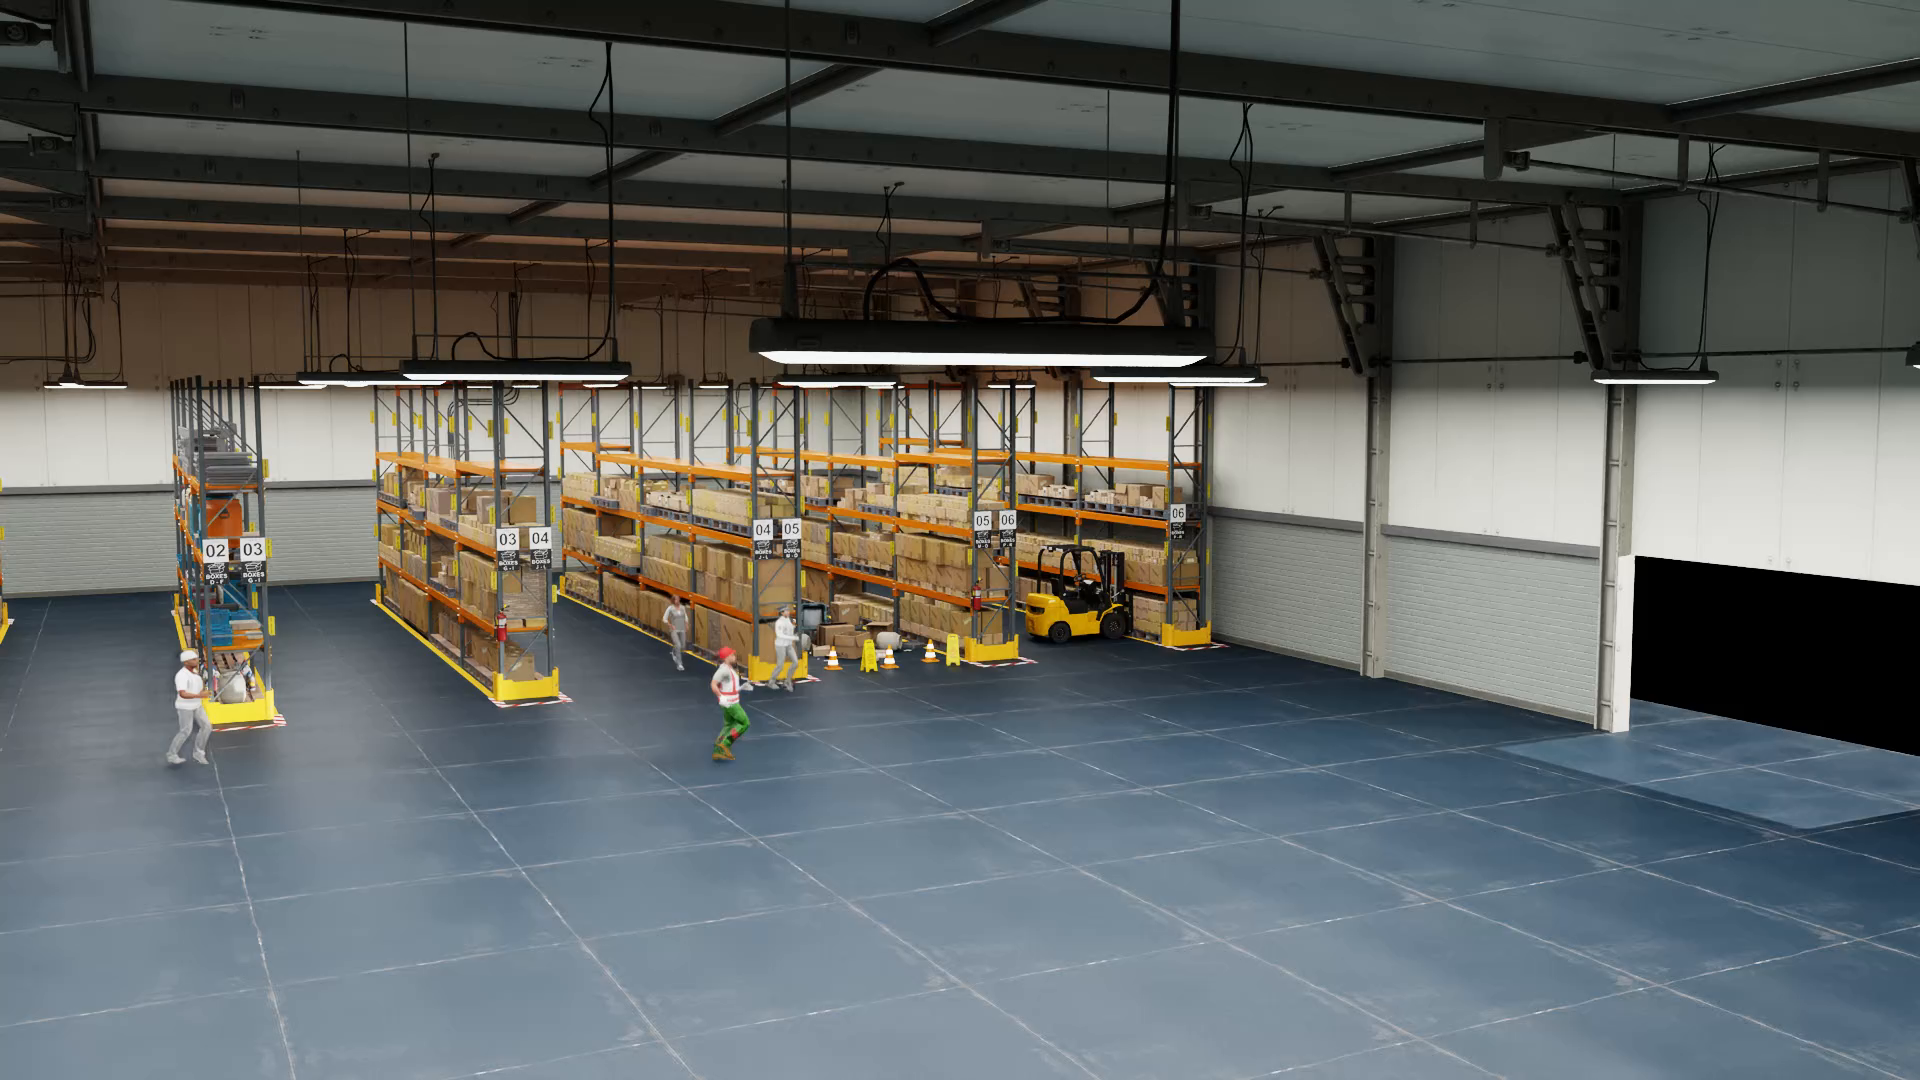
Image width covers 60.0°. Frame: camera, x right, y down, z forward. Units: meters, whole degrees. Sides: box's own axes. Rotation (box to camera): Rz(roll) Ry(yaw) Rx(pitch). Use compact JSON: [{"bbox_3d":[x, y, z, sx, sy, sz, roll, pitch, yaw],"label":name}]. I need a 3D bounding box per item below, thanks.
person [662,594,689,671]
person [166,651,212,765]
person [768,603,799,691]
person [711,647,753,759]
[{"bbox_3d":[-5.873,1.898,34.341,0.555,1.556,0.637,-3,6,-33],"label":"person"},{"bbox_3d":[-11.771,2.601,25.453,0.744,1.840,0.726,0,5,-1],"label":"person"},{"bbox_3d":[-3.343,2.068,31.830,0.705,1.742,0.638,2,6,25],"label":"person"},{"bbox_3d":[-3.536,2.530,25.840,0.645,1.741,0.639,0,5,-5],"label":"person"}]
